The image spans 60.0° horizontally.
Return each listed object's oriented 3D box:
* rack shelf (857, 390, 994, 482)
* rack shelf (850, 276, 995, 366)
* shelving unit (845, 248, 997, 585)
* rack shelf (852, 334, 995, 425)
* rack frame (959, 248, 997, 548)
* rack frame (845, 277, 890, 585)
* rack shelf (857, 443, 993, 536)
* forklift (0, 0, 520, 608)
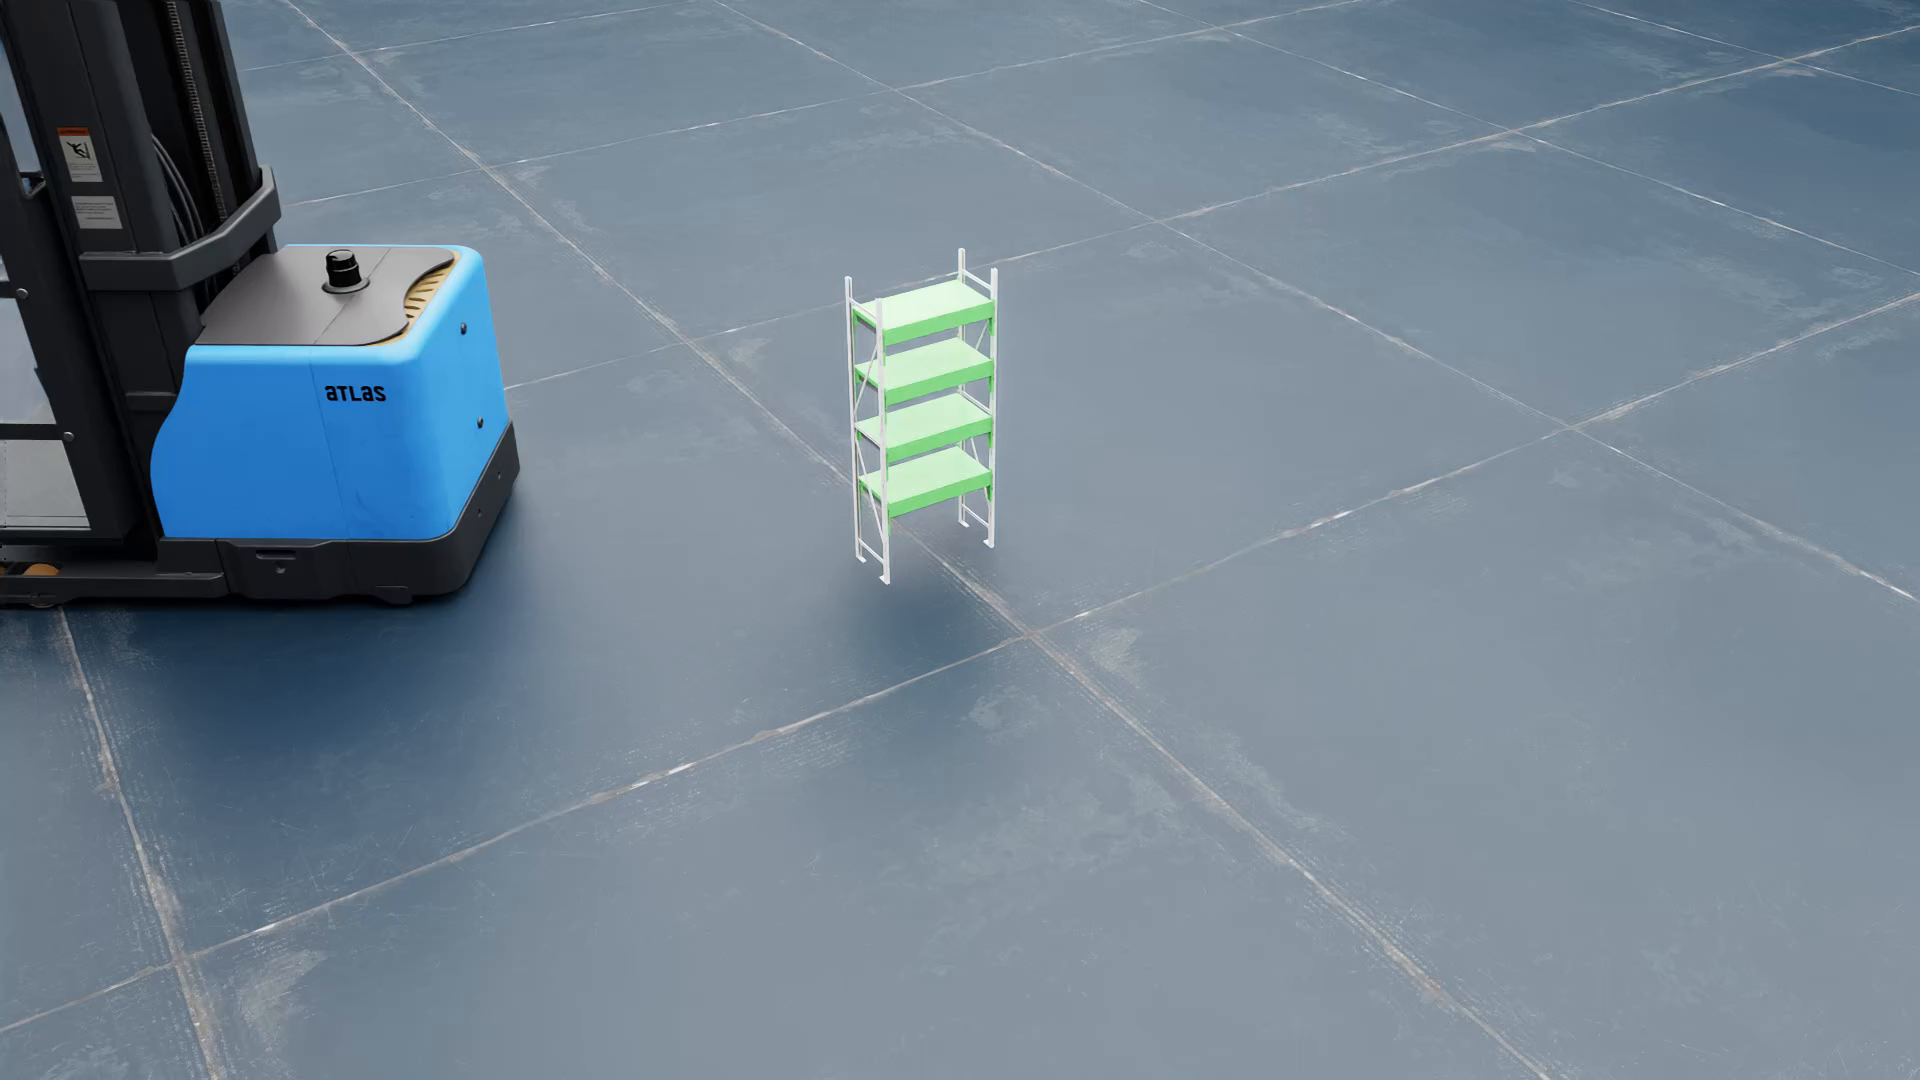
[{"bbox_3d":[-0.139,-0.406,6.388,0.480,0.148,0.258,-19,37,-27],"label":"rack shelf"},{"bbox_3d":[-0.139,-0.812,6.132,0.480,0.148,0.258,-19,37,-27],"label":"rack shelf"},{"bbox_3d":[-0.139,-0.460,6.354,0.503,1.200,0.258,-19,37,-27],"label":"shelving unit"},{"bbox_3d":[-0.139,-0.609,6.260,0.480,0.148,0.258,-19,37,-27],"label":"rack shelf"},{"bbox_3d":[0.066,-0.530,6.466,0.015,1.200,0.240,-19,37,-27],"label":"rack frame"},{"bbox_3d":[-0.344,-0.389,6.242,0.015,1.200,0.240,-19,37,-27],"label":"rack frame"},{"bbox_3d":[-0.139,-0.203,6.516,0.480,0.148,0.258,-19,37,-27],"label":"rack shelf"},{"bbox_3d":[-3.397,-1.263,6.004,3.031,2.935,1.130,1,32,1],"label":"forklift"}]
